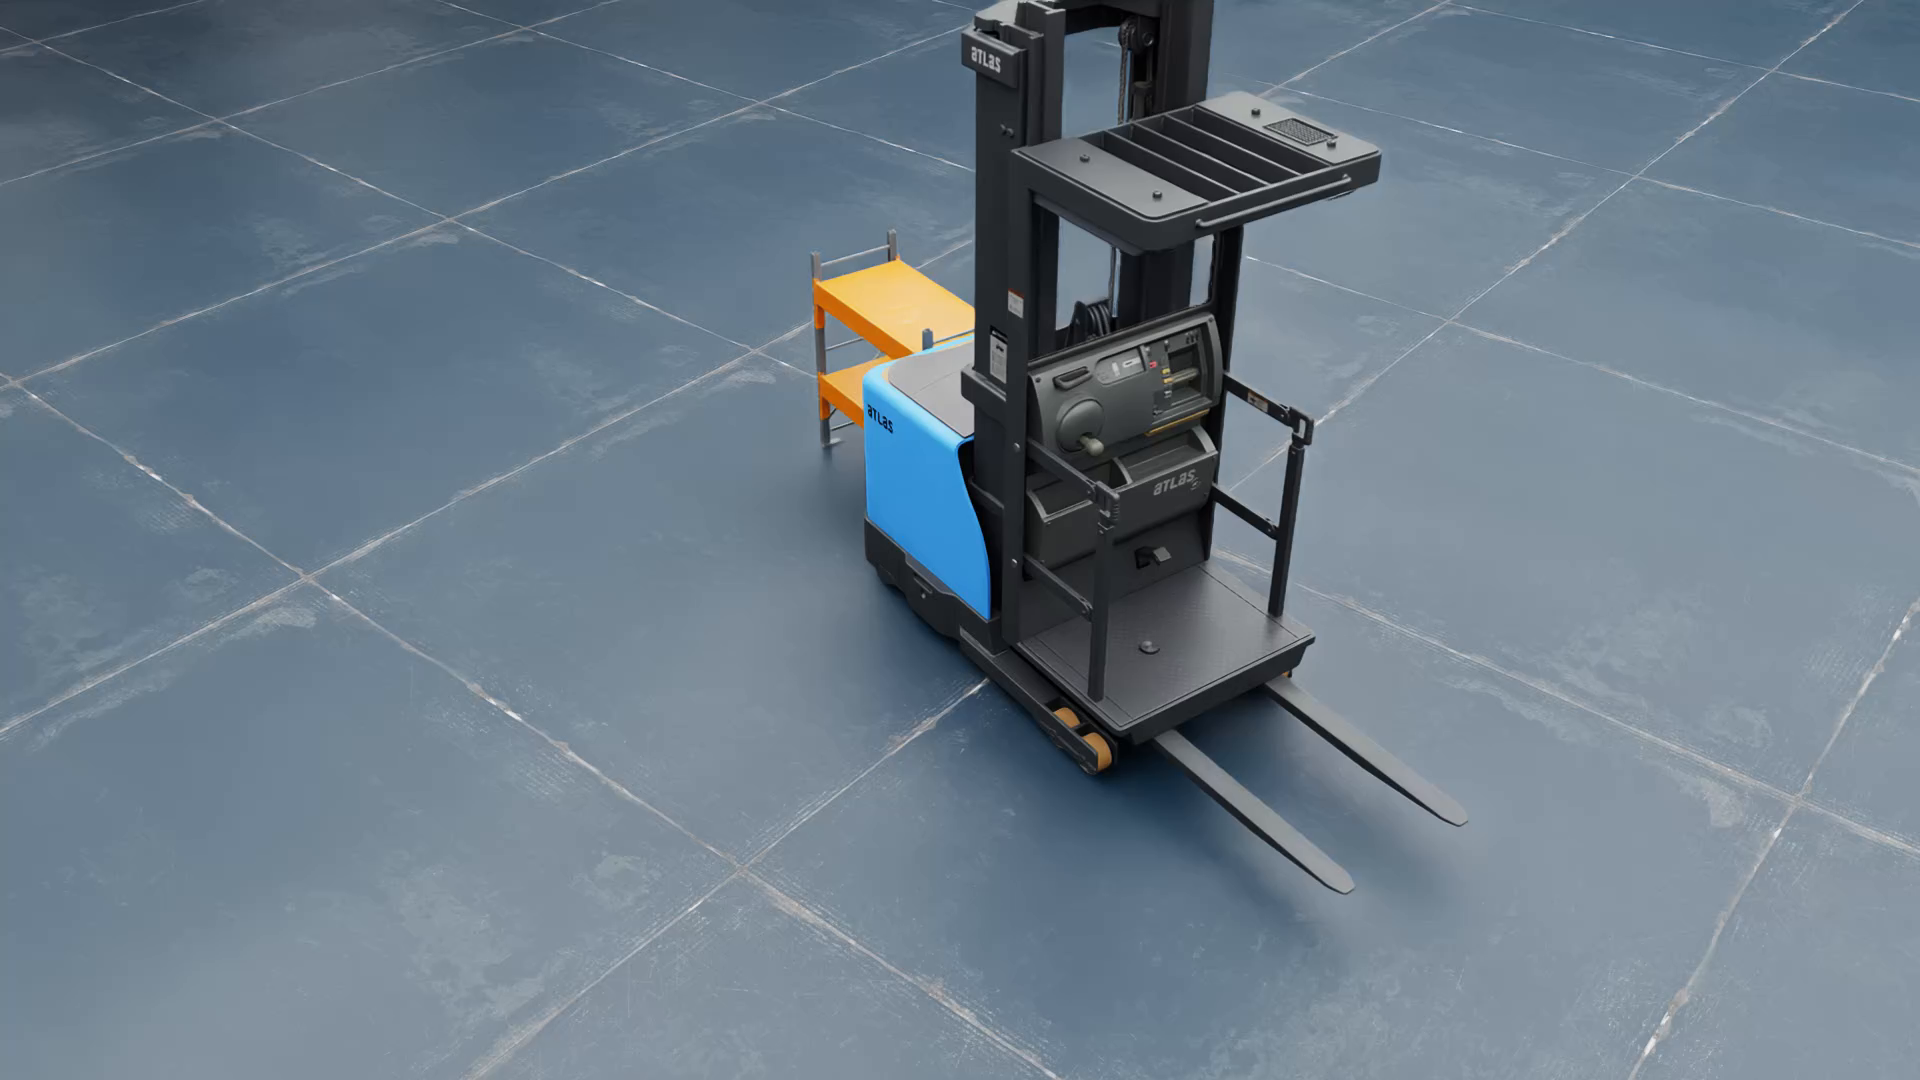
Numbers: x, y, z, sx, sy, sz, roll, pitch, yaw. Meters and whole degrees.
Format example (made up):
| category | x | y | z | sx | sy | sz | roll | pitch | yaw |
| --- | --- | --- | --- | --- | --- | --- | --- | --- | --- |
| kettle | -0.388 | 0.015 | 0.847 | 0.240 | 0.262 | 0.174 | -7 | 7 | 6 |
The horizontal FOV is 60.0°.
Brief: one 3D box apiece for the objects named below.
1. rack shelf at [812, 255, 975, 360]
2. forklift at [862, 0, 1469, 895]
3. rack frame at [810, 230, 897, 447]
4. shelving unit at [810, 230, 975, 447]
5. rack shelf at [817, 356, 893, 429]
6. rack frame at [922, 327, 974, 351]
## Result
| category | x | y | z | sx | sy | sz | roll | pitch | yaw |
| --- | --- | --- | --- | --- | --- | --- | --- | --- | --- |
| rack shelf | -0.251 | -1.059 | 8.282 | 0.538 | 0.278 | 1.000 | -21 | 40 | -28 |
| forklift | 0.797 | -0.559 | 6.474 | 1.130 | 2.935 | 3.031 | -21 | 40 | -28 |
| rack frame | -0.540 | -1.055 | 8.792 | 0.500 | 1.125 | 0.032 | -21 | 40 | -28 |
| shelving unit | -0.251 | -0.818 | 8.447 | 0.538 | 1.125 | 1.048 | -21 | 40 | -28 |
| rack shelf | -0.251 | -0.616 | 8.586 | 0.538 | 0.278 | 1.000 | -21 | 40 | -28 |
| rack frame | 0.038 | -0.581 | 8.102 | 0.500 | 1.125 | 0.032 | -21 | 40 | -28 |
